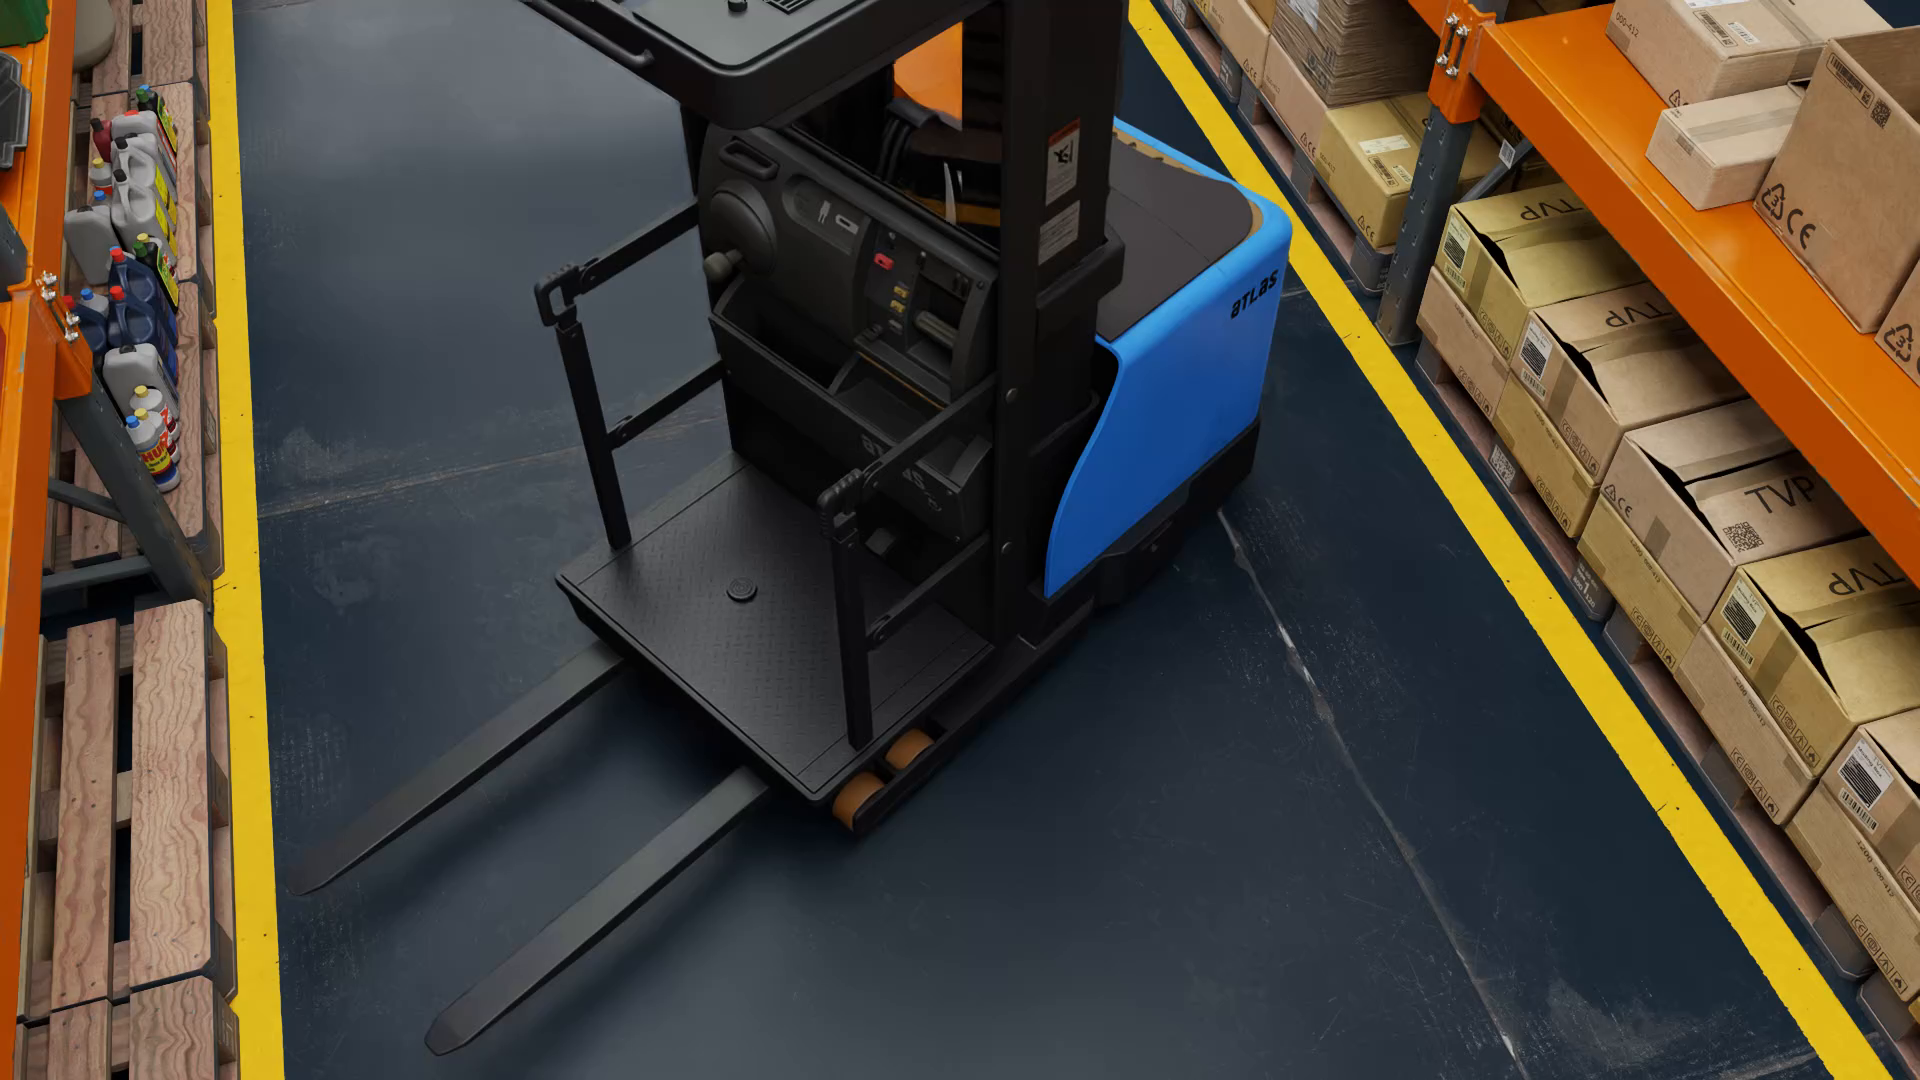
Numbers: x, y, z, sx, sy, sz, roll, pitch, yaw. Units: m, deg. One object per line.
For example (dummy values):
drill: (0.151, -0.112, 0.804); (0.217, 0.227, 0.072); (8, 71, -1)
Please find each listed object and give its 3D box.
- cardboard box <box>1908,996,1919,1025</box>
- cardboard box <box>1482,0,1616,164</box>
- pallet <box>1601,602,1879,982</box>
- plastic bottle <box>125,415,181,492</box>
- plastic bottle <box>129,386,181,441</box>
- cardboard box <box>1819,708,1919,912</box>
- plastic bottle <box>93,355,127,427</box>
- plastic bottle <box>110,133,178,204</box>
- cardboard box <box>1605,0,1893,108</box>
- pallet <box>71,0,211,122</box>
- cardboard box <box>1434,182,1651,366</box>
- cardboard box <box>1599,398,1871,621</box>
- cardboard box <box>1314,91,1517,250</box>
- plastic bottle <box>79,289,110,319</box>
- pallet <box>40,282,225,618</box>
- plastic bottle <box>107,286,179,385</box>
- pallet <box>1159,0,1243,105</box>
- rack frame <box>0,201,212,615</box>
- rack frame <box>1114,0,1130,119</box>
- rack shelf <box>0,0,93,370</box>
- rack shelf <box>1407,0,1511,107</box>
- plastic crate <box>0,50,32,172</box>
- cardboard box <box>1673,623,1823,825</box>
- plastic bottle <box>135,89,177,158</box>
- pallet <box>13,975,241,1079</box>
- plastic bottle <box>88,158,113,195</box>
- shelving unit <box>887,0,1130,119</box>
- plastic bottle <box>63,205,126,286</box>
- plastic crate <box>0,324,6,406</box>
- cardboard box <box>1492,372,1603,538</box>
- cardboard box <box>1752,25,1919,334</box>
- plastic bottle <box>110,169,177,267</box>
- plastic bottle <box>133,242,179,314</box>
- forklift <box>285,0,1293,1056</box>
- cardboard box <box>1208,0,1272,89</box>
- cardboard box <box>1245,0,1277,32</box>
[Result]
cardboard box: (2.600, 1.175, 3.821); (0.500, 0.250, 0.500); (-14, 51, -11)
cardboard box: (2.124, -1.693, 5.748); (0.500, 0.500, 0.500); (-13, 51, -11)
pallet: (2.581, 0.528, 4.667); (1.003, 0.211, 1.213); (-13, 51, -11)
plastic bottle: (-2.447, -0.270, 5.012); (0.097, 0.271, 0.097); (0, 50, 0)
plastic bottle: (-2.507, -0.396, 5.164); (0.097, 0.201, 0.097); (0, 50, 0)
cardboard box: (2.448, 0.625, 3.918); (0.500, 0.311, 0.500); (-14, 51, -11)
plastic bottle: (-2.670, -0.479, 5.181); (0.061, 0.283, 0.133); (-13, 51, -11)
plastic bottle: (-2.903, -1.327, 5.900); (0.152, 0.276, 0.135); (-15, 51, -12)
cardboard box: (2.149, -1.395, 4.562); (0.500, 0.250, 0.500); (-10, 51, -9)
pallet: (-3.652, -2.059, 6.847); (1.003, 0.211, 1.213); (-13, 51, -11)
cardboard box: (1.846, -0.864, 5.174); (0.500, 0.311, 0.500); (-13, 51, -11)
cardboard box: (2.143, -0.120, 4.546); (0.500, 0.311, 0.500); (-15, 51, -12)
cardboard box: (1.616, -1.331, 5.934); (0.500, 0.250, 0.500); (-13, 51, -11)
plastic bottle: (-2.772, -0.700, 5.375); (0.097, 0.271, 0.097); (0, 50, 0)
pallet: (-2.930, -0.276, 5.345); (1.003, 0.211, 1.213); (-13, 51, -11)
plastic bottle: (-2.614, -0.647, 5.278); (0.144, 0.351, 0.185); (-12, 51, -10)
pallet: (1.402, -2.377, 7.116); (1.003, 0.211, 1.213); (-13, 51, -11)
rack frame: (-2.771, -0.675, 3.857); (1.000, 3.000, 0.127); (-13, 51, -11)
rack frame: (0.312, -1.359, 5.415); (0.500, 1.500, 0.032); (-26, 54, -20)
rack shelf: (-3.363, -1.904, 5.364); (1.077, 0.370, 4.000); (-13, 51, -11)
rack shelf: (1.370, -3.021, 6.306); (1.077, 0.370, 4.000); (-13, 51, -11)
plastic crate: (-2.805, -1.066, 4.228); (0.767, 0.338, 0.504); (-13, 51, -11)
cardboard box: (2.299, 0.432, 4.448); (0.500, 0.250, 0.500); (-12, 51, -10)
plastic bottle: (-2.940, -1.540, 6.075); (0.061, 0.283, 0.133); (-12, 51, -10)
pallet: (-2.138, 1.681, 3.695); (1.003, 0.211, 1.213); (-13, 51, -11)
plastic bottle: (-3.017, -1.261, 5.894); (0.097, 0.201, 0.097); (0, 50, 0)
shelving unit: (0.047, -1.683, 5.688); (0.587, 1.500, 1.083); (-26, 54, -20)
plastic bottle: (-2.929, -1.019, 5.641); (0.152, 0.276, 0.135); (-13, 51, -11)
plastic crate: (-2.336, -0.411, 3.593); (0.402, 0.464, 0.583); (-13, 51, -11)
cardboard box: (1.994, -0.317, 5.079); (0.500, 0.250, 0.500); (-12, 51, -10)
cardboard box: (2.329, -0.875, 3.961); (0.500, 0.500, 0.500); (-10, 51, -8)
plastic bottle: (-2.795, -1.095, 5.656); (0.144, 0.351, 0.185); (-14, 51, -11)
plastic bottle: (-2.678, -0.893, 5.530); (0.061, 0.283, 0.133); (-11, 51, -9)
forklift: (-0.435, -0.595, 3.834); (1.130, 2.935, 3.031); (36, 59, 26)
cardboard box: (1.315, -2.060, 6.549); (0.500, 0.250, 0.500); (-13, 51, -11)
cardboard box: (1.327, -2.305, 6.264); (0.500, 0.500, 0.500); (-13, 51, -11)
